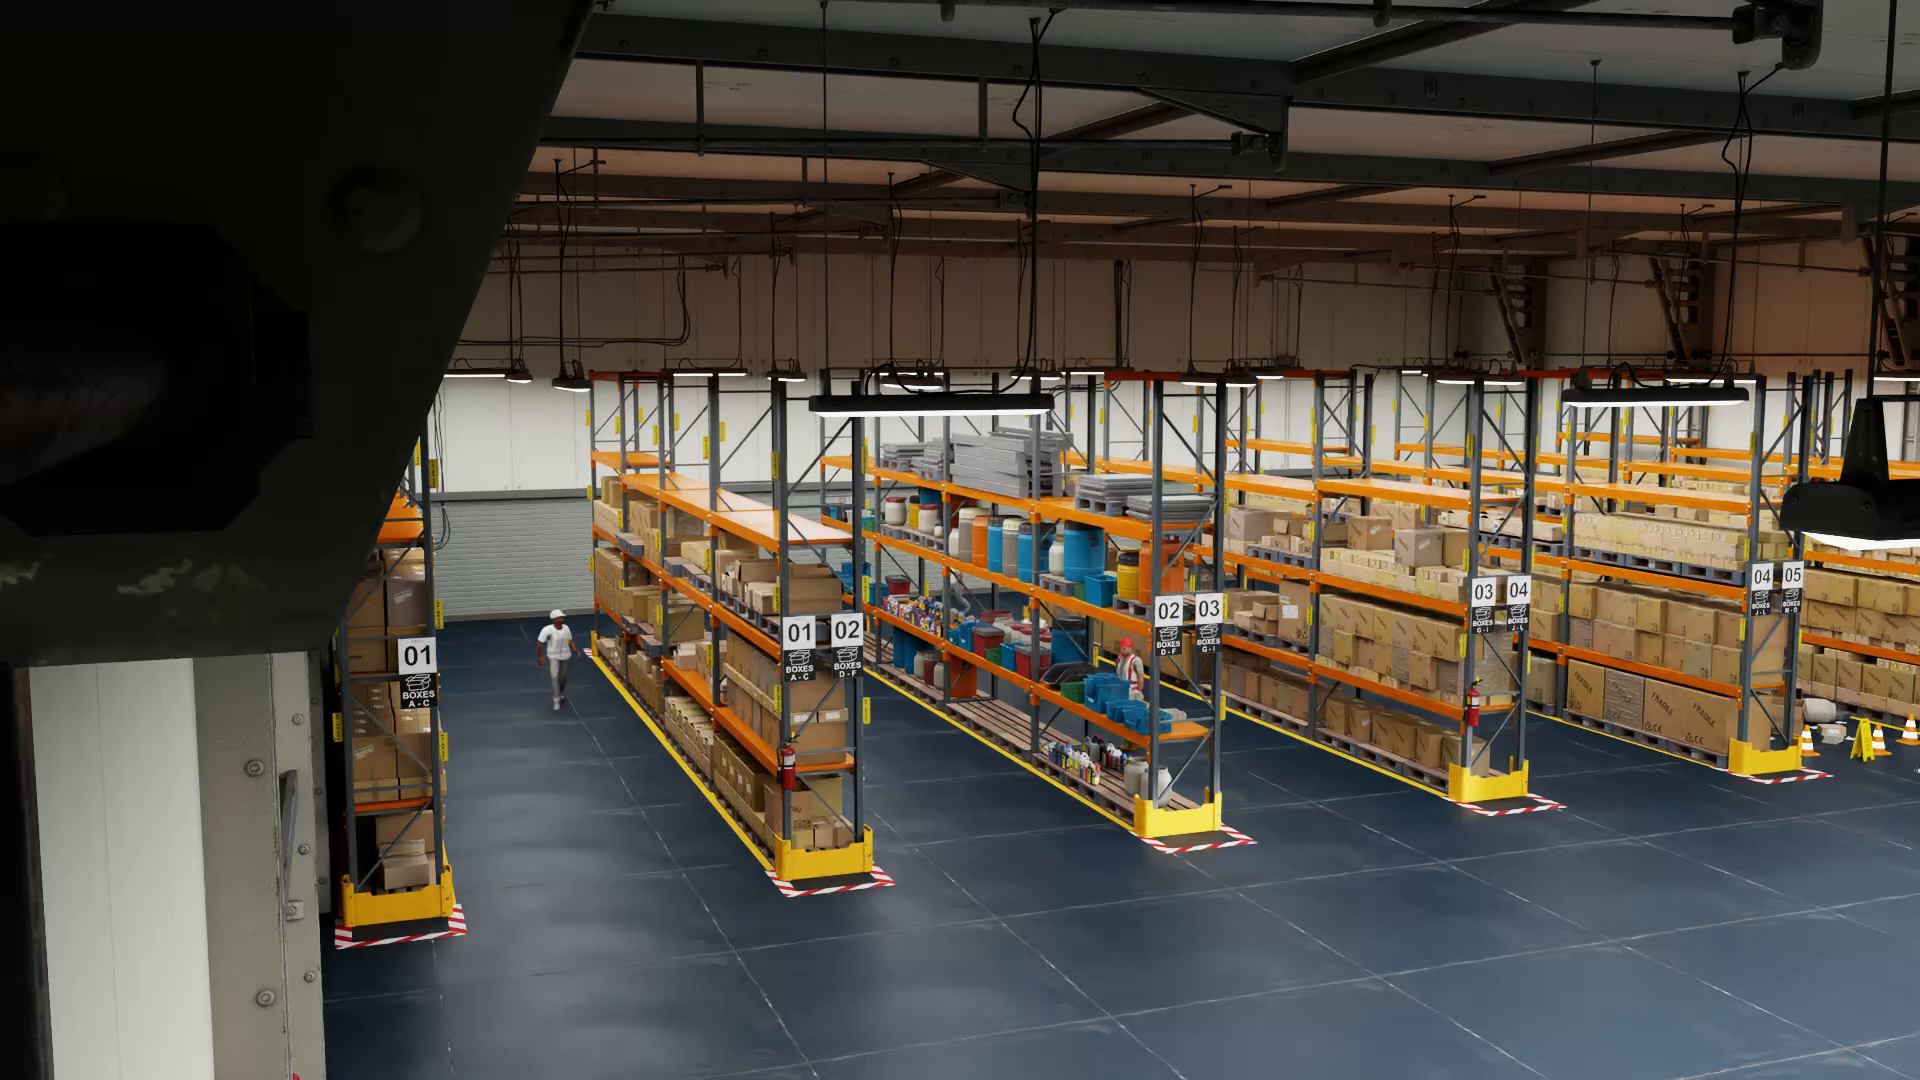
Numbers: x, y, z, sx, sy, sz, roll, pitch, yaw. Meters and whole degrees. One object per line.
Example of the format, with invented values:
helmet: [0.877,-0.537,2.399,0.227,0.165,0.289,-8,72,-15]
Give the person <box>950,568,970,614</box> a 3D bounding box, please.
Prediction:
person: [-0.141,1.029,40.046,0.474,1.663,0.861,4,8,34]

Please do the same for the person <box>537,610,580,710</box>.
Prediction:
person: [-7.258,2.140,30.049,0.732,1.770,0.953,-2,7,-20]

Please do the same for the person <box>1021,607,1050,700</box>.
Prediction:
person: [1.424,2.035,30.548,0.545,1.704,1.080,-3,7,-26]

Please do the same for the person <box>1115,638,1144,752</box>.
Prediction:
person: [2.695,2.470,26.659,0.373,1.803,0.578,-6,8,-41]
